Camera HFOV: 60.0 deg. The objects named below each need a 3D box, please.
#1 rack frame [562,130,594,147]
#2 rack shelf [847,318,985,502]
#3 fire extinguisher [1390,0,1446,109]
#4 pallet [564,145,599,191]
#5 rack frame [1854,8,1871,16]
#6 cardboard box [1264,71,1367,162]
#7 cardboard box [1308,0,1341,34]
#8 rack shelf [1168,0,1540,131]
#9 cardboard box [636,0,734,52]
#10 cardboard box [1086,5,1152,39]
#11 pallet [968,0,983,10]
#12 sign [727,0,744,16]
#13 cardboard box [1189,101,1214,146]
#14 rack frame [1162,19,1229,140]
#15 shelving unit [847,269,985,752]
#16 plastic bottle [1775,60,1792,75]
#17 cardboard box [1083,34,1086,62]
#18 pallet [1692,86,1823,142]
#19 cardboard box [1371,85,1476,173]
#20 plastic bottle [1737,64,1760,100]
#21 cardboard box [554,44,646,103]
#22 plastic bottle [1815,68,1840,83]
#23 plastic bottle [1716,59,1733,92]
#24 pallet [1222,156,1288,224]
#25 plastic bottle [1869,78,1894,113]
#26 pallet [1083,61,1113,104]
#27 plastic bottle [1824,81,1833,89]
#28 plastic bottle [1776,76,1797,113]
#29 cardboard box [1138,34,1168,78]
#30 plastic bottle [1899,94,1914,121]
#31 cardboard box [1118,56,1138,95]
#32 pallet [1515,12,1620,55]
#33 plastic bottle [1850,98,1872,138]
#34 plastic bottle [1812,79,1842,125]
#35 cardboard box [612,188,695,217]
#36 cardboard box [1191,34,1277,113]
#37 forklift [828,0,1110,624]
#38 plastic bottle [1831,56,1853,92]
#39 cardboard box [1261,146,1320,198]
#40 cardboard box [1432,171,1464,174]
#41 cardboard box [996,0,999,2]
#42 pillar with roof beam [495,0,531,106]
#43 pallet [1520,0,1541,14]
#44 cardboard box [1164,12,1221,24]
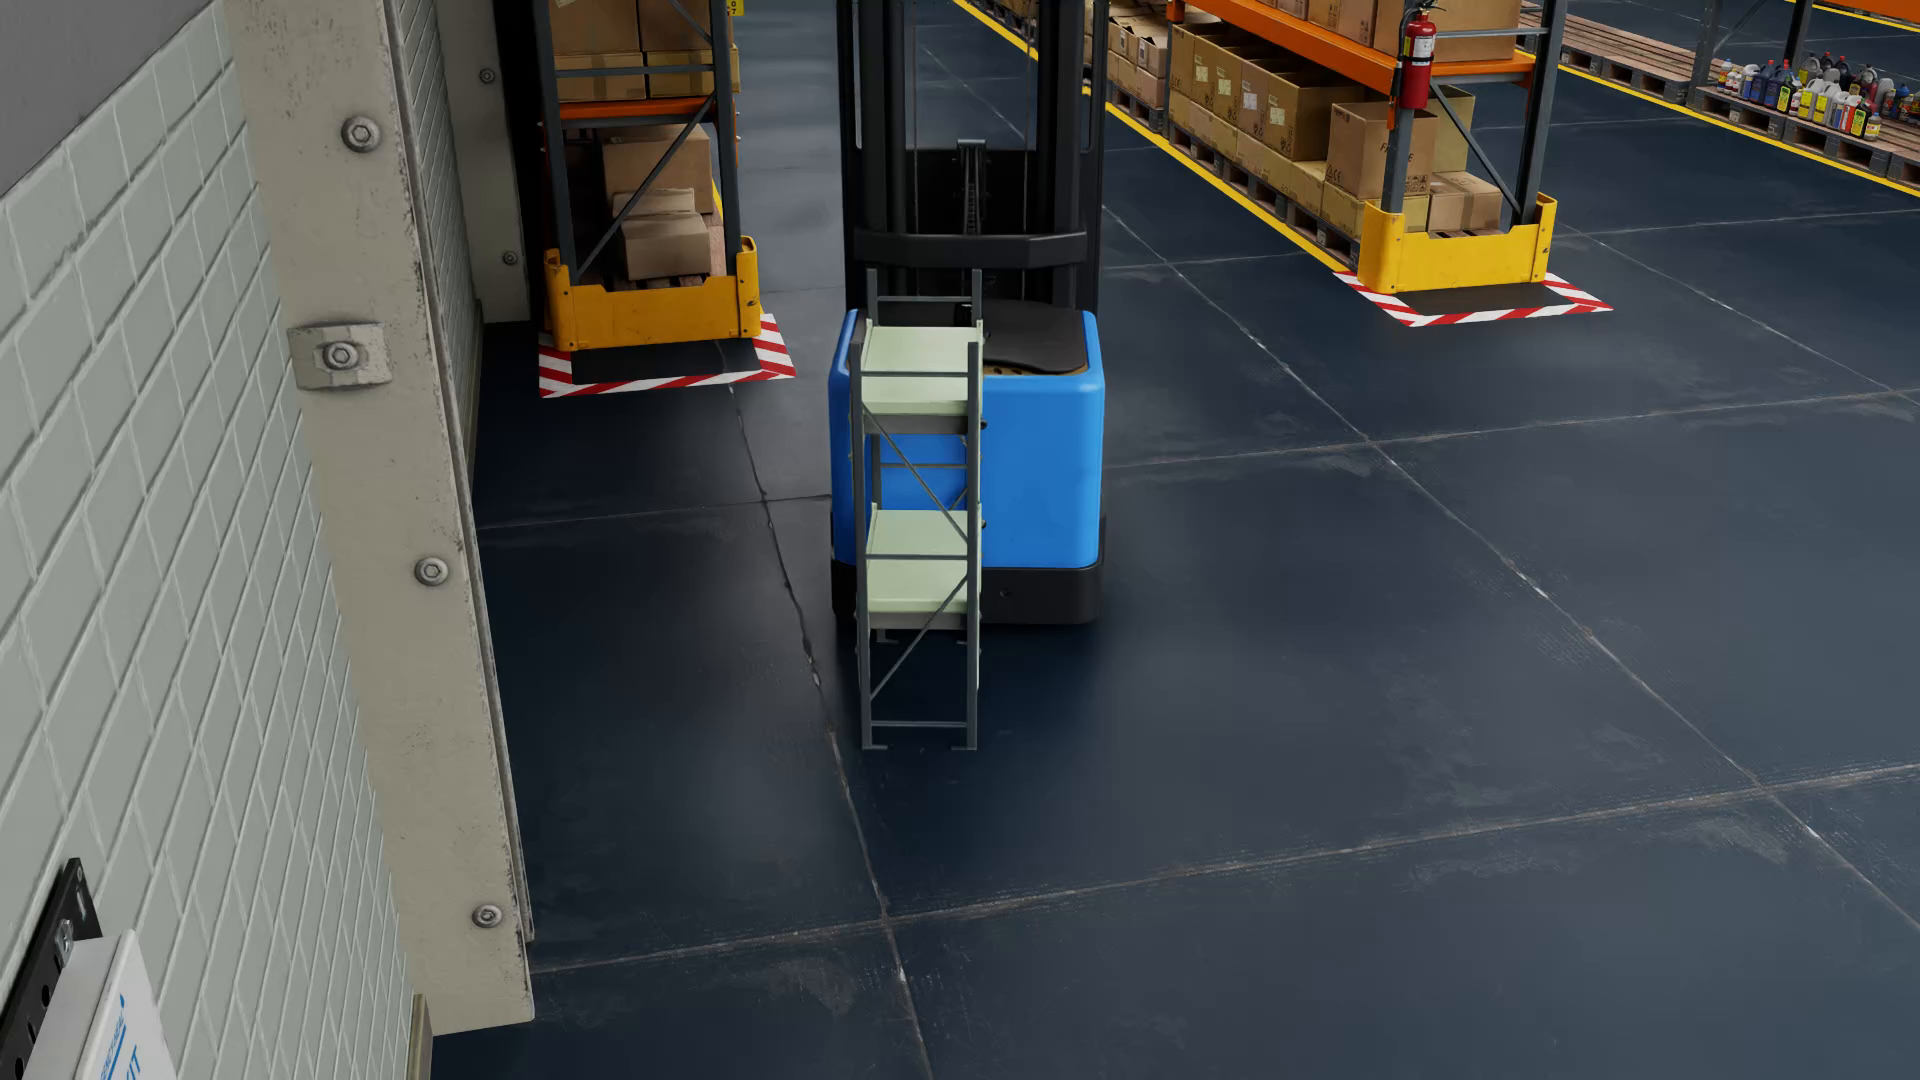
[{"bbox_3d":[-2.629,-4.250,12.340,1.000,3.000,0.127,-6,27,-12],"label":"rack frame"},{"bbox_3d":[-0.134,-0.453,5.617,0.431,0.370,0.720,1,27,1],"label":"rack shelf"},{"bbox_3d":[2.672,-2.865,9.682,0.296,0.674,0.183,-6,27,-12],"label":"fire extinguisher"},{"bbox_3d":[-2.443,-2.713,12.392,1.003,0.211,1.213,-6,27,-12],"label":"pallet"},{"bbox_3d":[10.947,-7.515,18.809,1.000,3.000,0.127,-6,27,-12],"label":"rack frame"},{"bbox_3d":[2.447,-2.936,11.491,0.500,0.500,0.500,-6,27,-12],"label":"cardboard box"},{"bbox_3d":[2.776,-3.698,11.136,0.700,0.500,0.500,-6,27,-11],"label":"cardboard box"},{"bbox_3d":[2.647,-3.555,11.763,1.077,0.370,4.000,-6,27,-12],"label":"rack shelf"},{"bbox_3d":[-1.542,-3.010,9.197,0.500,0.500,0.500,-6,27,-12],"label":"cardboard box"},{"bbox_3d":[1.483,-4.781,15.357,0.500,0.311,0.500,-6,27,-12],"label":"cardboard box"},{"bbox_3d":[0.614,-6.668,20.227,1.003,0.211,1.213,-6,27,-12],"label":"pallet"},{"bbox_3d":[-1.199,-2.935,8.776,0.100,0.325,0.005,-6,27,-12],"label":"sign"},{"bbox_3d":[2.113,-3.260,12.965,0.500,0.250,0.500,-6,27,-12],"label":"cardboard box"},{"bbox_3d":[2.196,-4.754,13.340,1.000,3.000,0.127,-6,27,-12],"label":"rack frame"},{"bbox_3d":[-0.134,-0.105,5.793,0.431,1.500,0.755,1,27,1],"label":"shelving unit"},{"bbox_3d":[6.941,-3.888,14.075,0.144,0.351,0.185,-6,27,-12],"label":"plastic bottle"},{"bbox_3d":[1.364,-4.762,15.942,0.500,0.250,0.500,-7,28,-13],"label":"cardboard box"},{"bbox_3d":[7.134,-3.712,14.369,1.003,0.211,1.213,-6,27,-12],"label":"pallet"},{"bbox_3d":[3.079,-2.770,11.163,0.500,0.500,0.500,-6,27,-12],"label":"cardboard box"},{"bbox_3d":[6.767,-3.913,14.207,0.152,0.276,0.135,-5,27,-10],"label":"plastic bottle"},{"bbox_3d":[-2.022,-2.621,9.258,0.500,0.250,0.500,-6,27,-11],"label":"cardboard box"},{"bbox_3d":[7.354,-3.872,14.128,0.152,0.276,0.135,-6,27,-12],"label":"plastic bottle"},{"bbox_3d":[6.668,-4.050,14.484,0.097,0.271,0.097,0,27,0],"label":"plastic bottle"},{"bbox_3d":[2.613,-2.619,12.205,1.003,0.211,1.213,-6,27,-12],"label":"pallet"},{"bbox_3d":[7.598,-3.685,13.756,0.152,0.276,0.135,-5,27,-11],"label":"plastic bottle"},{"bbox_3d":[1.714,-4.366,15.665,1.003,0.211,1.213,-6,27,-12],"label":"pallet"},{"bbox_3d":[7.078,-3.596,13.580,0.152,0.276,0.135,-6,27,-12],"label":"plastic bottle"},{"bbox_3d":[6.840,-3.683,13.745,0.061,0.283,0.133,-5,27,-9],"label":"plastic bottle"},{"bbox_3d":[1.826,-4.113,14.033,0.500,0.311,0.500,-6,27,-12],"label":"cardboard box"},{"bbox_3d":[7.697,-3.512,13.497,0.097,0.201,0.097,0,27,0],"label":"plastic bottle"},{"bbox_3d":[1.708,-4.089,14.608,0.500,0.250,0.500,-6,27,-12],"label":"cardboard box"},{"bbox_3d":[6.258,-5.423,17.759,1.003,0.211,1.213,-6,27,-12],"label":"pallet"},{"bbox_3d":[7.039,-3.295,12.975,0.061,0.283,0.133,-5,27,-10],"label":"plastic bottle"},{"bbox_3d":[6.981,-3.522,13.350,0.144,0.351,0.185,-5,27,-9],"label":"plastic bottle"},{"bbox_3d":[-1.924,-2.053,10.484,0.500,0.311,0.500,-4,27,-7],"label":"cardboard box"},{"bbox_3d":[2.116,-3.595,12.797,0.500,0.500,0.500,-6,27,-12],"label":"cardboard box"},{"bbox_3d":[0.057,-1.603,7.173,1.130,2.935,3.031,1,27,1],"label":"forklift"},{"bbox_3d":[7.492,-3.932,14.162,0.144,0.351,0.185,-7,28,-14],"label":"plastic bottle"},{"bbox_3d":[2.450,-2.601,11.660,0.500,0.250,0.500,-6,27,-12],"label":"cardboard box"},{"bbox_3d":[3.077,-2.435,11.332,0.500,0.250,0.500,-6,27,-12],"label":"cardboard box"},{"bbox_3d":[0.615,-6.434,18.955,0.500,0.500,0.500,-7,28,-14],"label":"cardboard box"},{"bbox_3d":[0.114,-8.462,14.029,9.100,9.000,0.400,-6,27,-12],"label":"pillar with roof beam"},{"bbox_3d":[5.903,-6.109,19.118,1.003,0.211,1.213,-6,27,-12],"label":"pallet"},{"bbox_3d":[2.120,-4.619,15.035,0.500,0.311,0.500,-7,28,-13],"label":"cardboard box"}]
